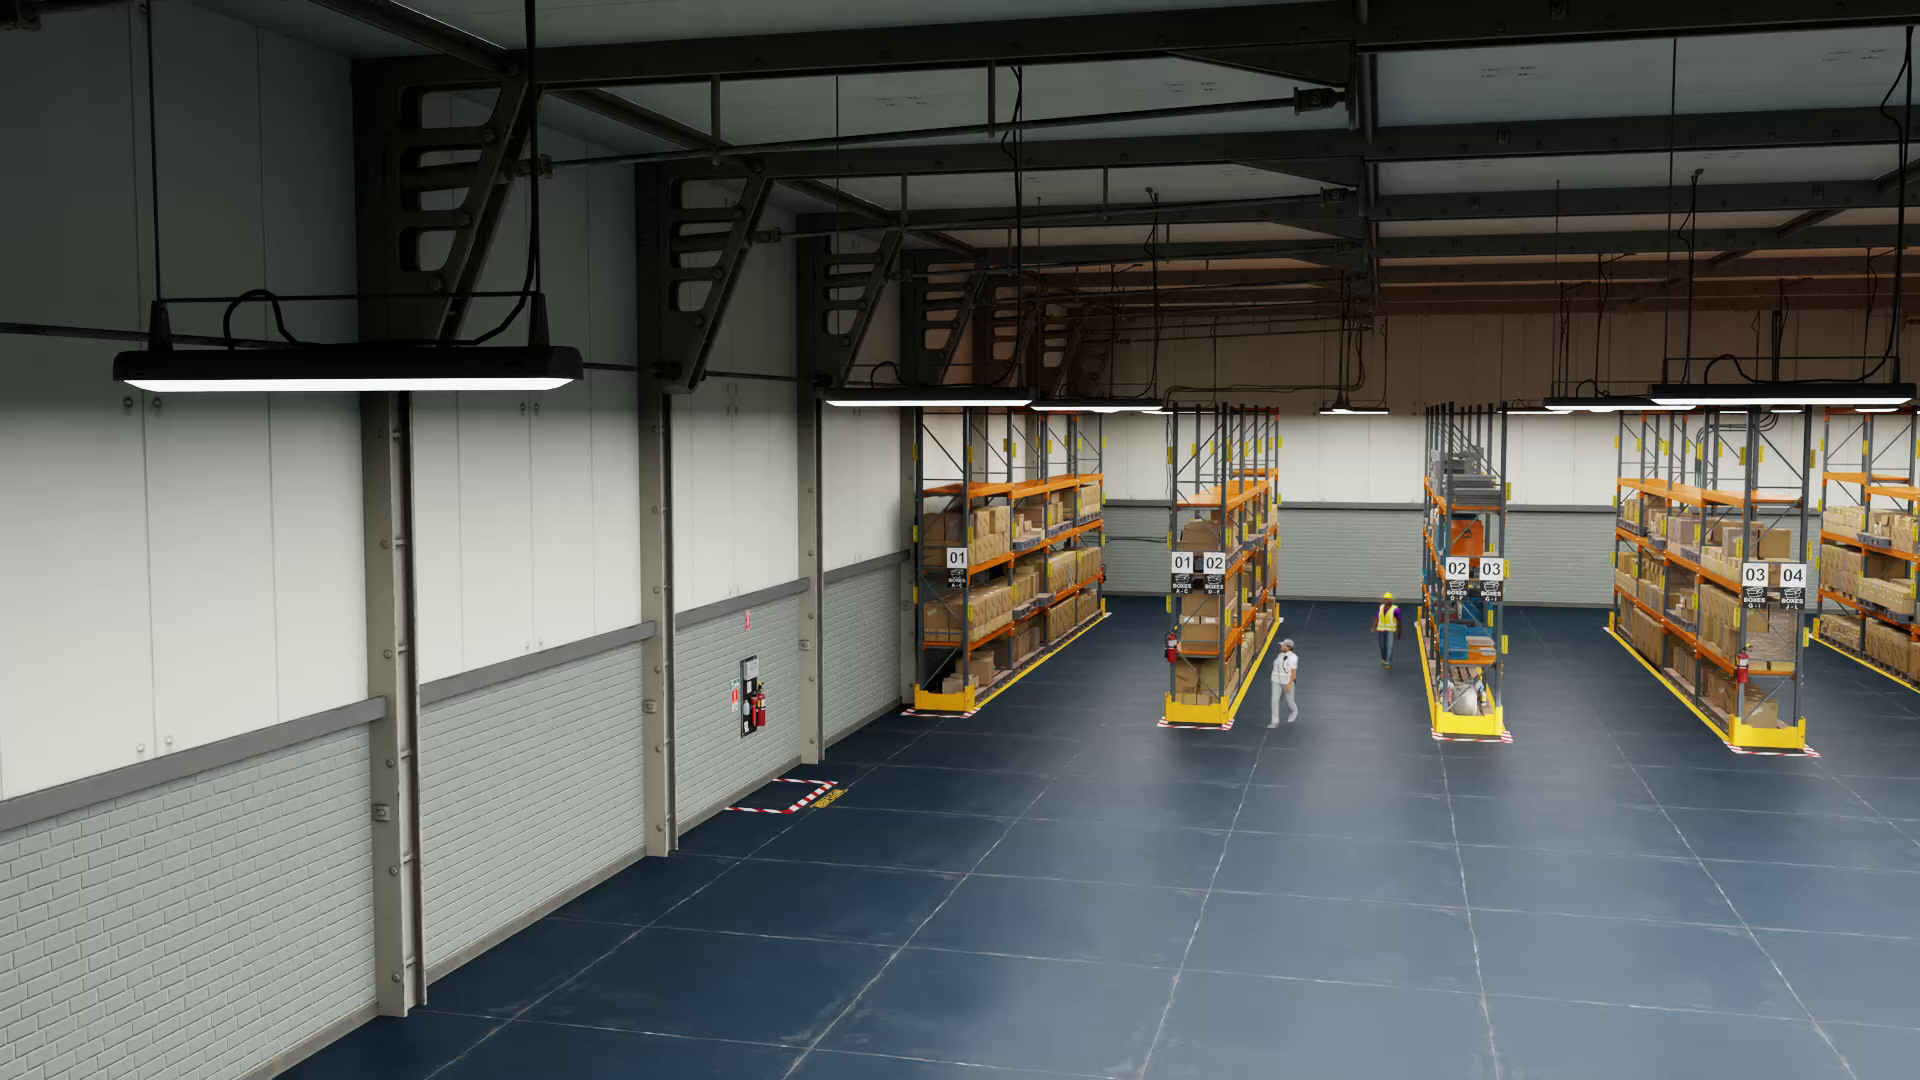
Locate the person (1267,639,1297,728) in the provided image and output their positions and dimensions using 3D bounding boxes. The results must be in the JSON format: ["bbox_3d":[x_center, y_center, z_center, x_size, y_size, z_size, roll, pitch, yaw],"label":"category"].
[{"bbox_3d":[5.995,2.636,30.749,0.481,1.621,0.854,2,5,23],"label":"person"}]

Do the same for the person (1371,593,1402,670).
[{"bbox_3d":[9.687,2.069,37.792,0.671,1.730,0.986,2,4,20],"label":"person"}]

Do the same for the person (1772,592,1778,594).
[{"bbox_3d":[21.837,1.569,44.898,0.550,1.831,0.852,2,5,21],"label":"person"}]
